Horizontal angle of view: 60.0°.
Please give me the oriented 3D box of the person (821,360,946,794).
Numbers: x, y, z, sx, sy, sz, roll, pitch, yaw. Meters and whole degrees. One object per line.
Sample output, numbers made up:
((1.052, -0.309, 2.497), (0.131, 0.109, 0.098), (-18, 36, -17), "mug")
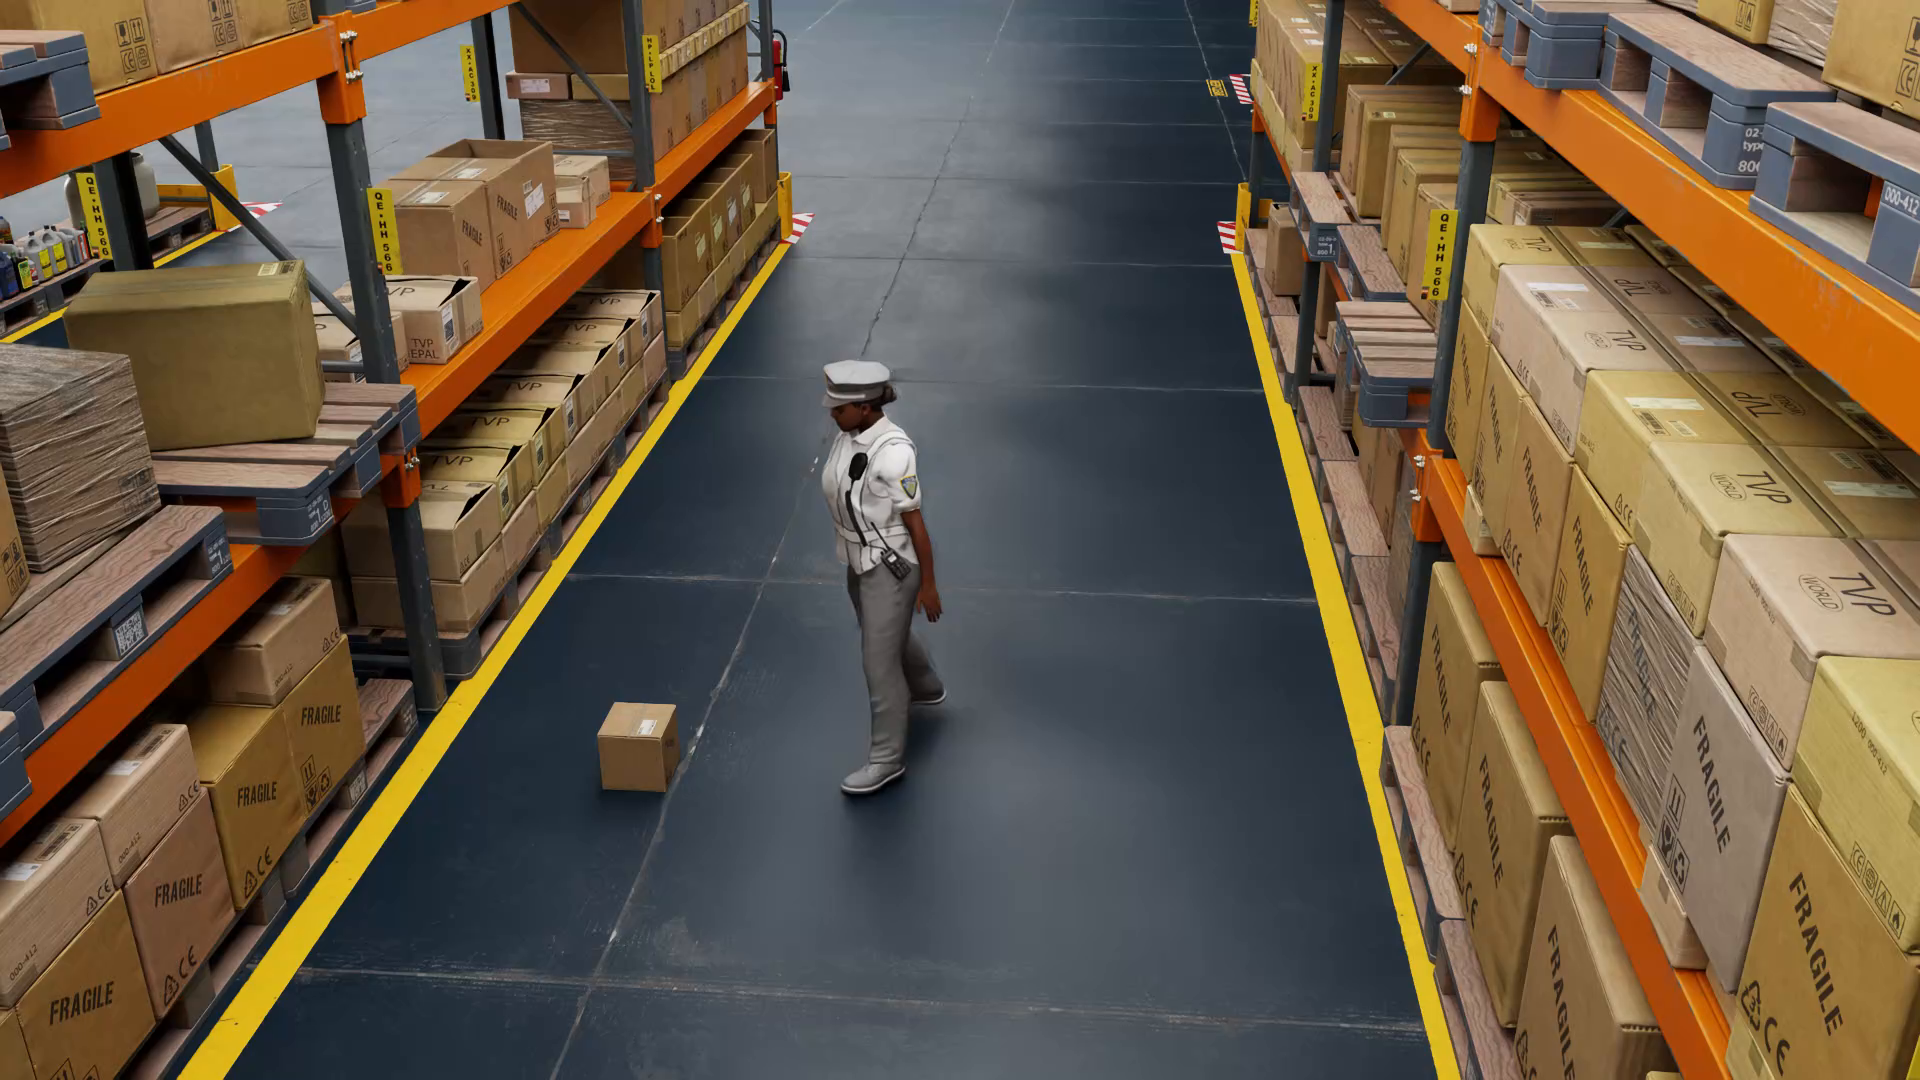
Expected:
((-0.286, 0.081, 6.425), (0.662, 1.638, 0.625), (-13, 28, -26), "person")
